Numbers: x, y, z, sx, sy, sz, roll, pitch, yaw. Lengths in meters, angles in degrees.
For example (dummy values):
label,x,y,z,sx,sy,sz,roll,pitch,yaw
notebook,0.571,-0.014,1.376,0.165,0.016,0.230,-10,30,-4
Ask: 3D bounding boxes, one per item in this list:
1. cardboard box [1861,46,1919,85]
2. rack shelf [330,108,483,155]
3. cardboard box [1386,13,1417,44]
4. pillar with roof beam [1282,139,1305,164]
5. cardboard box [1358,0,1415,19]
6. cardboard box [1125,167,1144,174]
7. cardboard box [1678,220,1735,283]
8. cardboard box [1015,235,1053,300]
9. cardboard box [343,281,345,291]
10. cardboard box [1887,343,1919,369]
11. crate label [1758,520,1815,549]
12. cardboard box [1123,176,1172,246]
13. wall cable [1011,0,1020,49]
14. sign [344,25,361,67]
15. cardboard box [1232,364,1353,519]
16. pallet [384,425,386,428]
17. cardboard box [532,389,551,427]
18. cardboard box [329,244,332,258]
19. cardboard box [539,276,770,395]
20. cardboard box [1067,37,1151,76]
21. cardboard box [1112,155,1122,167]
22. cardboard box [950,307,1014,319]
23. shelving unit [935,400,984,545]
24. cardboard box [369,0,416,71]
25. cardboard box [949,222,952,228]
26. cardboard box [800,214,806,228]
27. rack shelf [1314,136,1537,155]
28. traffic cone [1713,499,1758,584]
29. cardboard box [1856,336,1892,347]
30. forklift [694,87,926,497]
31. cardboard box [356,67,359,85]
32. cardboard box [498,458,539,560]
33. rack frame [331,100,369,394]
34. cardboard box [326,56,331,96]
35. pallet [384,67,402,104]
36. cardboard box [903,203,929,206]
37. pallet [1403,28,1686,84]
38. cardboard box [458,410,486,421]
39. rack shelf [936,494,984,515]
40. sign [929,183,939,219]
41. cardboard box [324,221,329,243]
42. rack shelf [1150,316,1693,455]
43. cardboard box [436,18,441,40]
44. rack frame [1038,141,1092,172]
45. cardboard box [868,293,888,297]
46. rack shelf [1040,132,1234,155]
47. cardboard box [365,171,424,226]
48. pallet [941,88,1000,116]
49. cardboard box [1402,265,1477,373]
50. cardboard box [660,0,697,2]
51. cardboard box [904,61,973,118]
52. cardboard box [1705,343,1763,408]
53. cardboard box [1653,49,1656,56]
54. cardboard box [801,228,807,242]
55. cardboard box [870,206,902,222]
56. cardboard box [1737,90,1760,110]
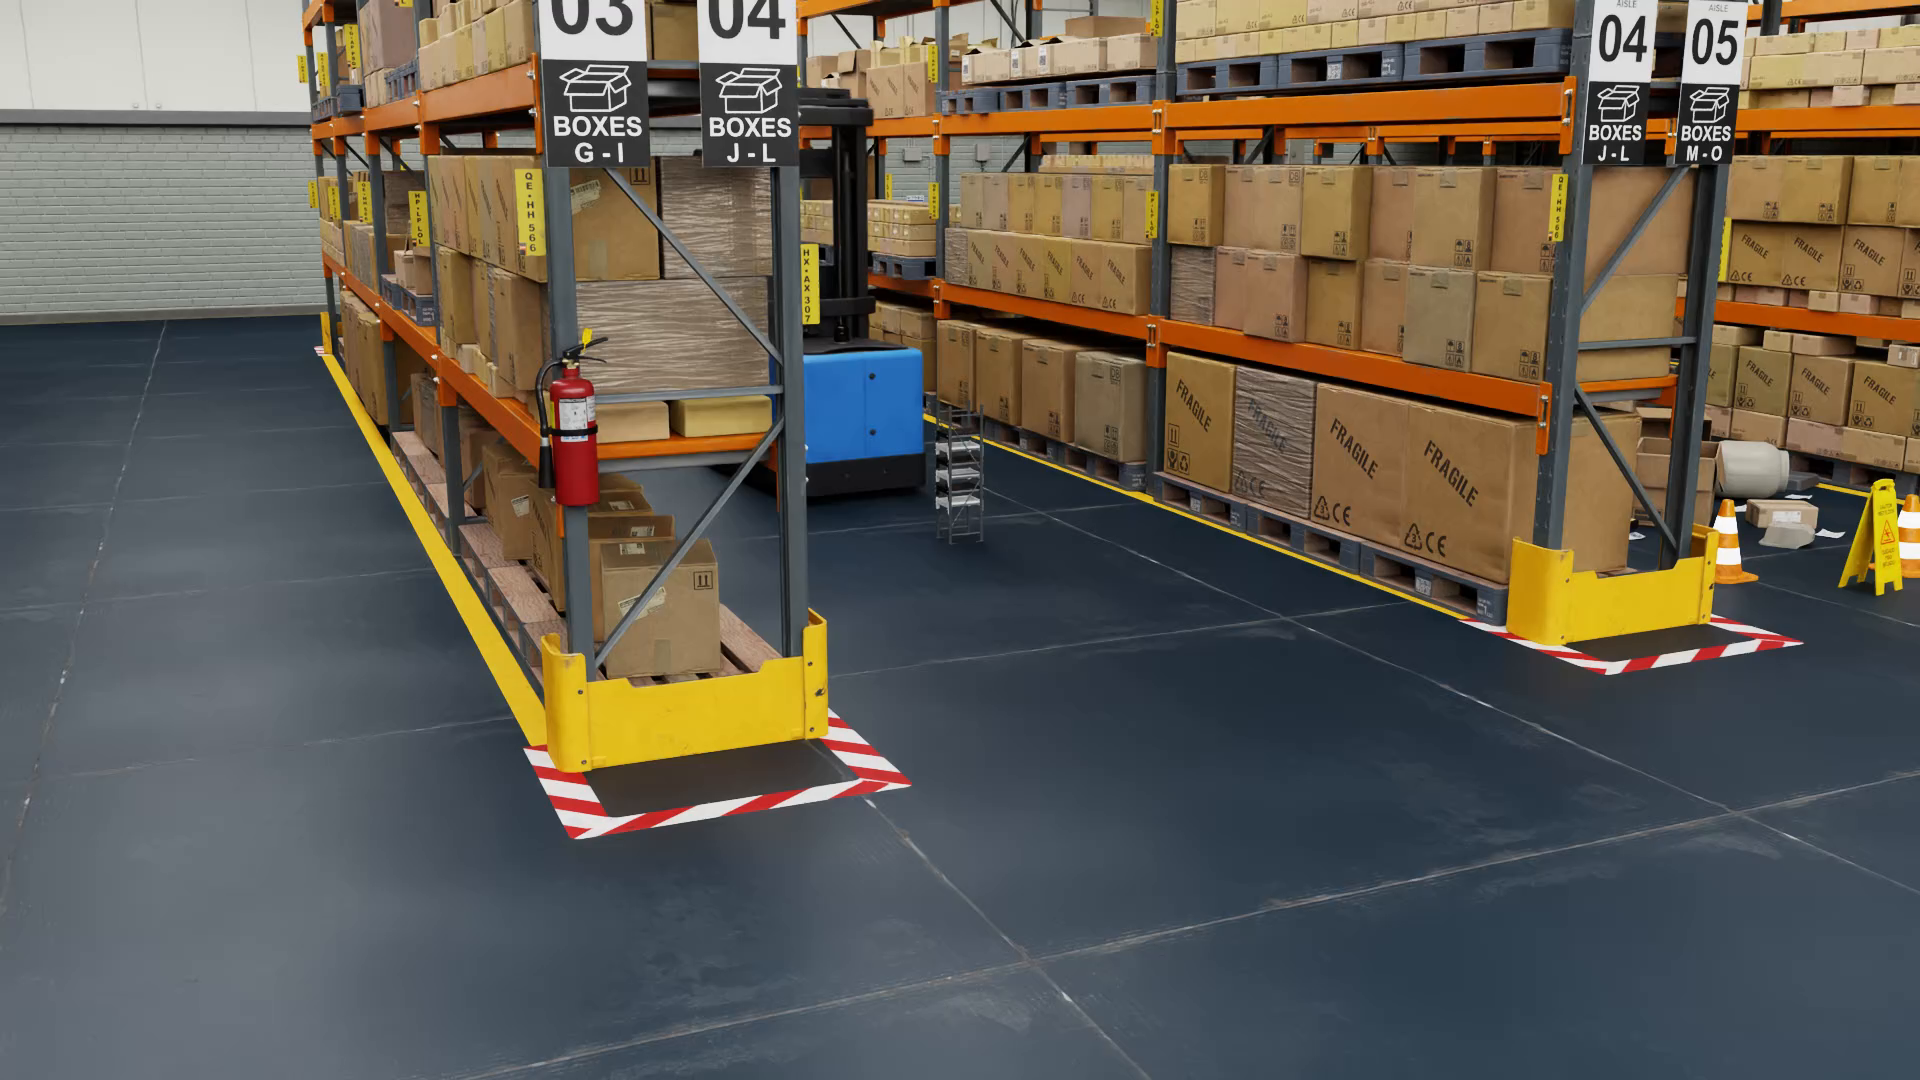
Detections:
label,x,y,z,sx,sy,sz,roll,pitch,yaw
cardboard box,6.886,-3.405,11.952,0.500,0.250,0.500,-5,14,-22
rack shelf,-5.131,-3.758,15.396,1.077,0.370,4.000,-6,14,-23
cardboard box,2.608,-2.849,9.277,0.380,0.149,0.250,-6,14,-24
pillar with roof beam,1.894,-8.403,27.220,9.100,9.000,0.400,-6,14,-23
cardboard box,2.608,-3.078,9.382,0.500,0.250,0.500,-6,14,-23
cardboard box,2.510,-4.669,21.952,0.500,0.500,0.500,-6,14,-24
cardboard box,6.273,-2.380,13.619,0.500,0.500,0.500,-6,14,-23
cardboard box,0.793,-2.280,13.848,0.500,0.500,0.500,-6,14,-24
cardboard box,-6.840,-2.743,19.849,0.875,0.875,0.875,-6,14,-23
cardboard box,6.985,-1.341,12.076,0.380,0.149,0.250,-5,14,-21
crate label,5.348,-0.040,10.738,0.298,0.136,0.250,9,16,35
cardboard box,1.653,-2.472,12.460,0.700,0.500,0.500,-6,14,-24
wall cable,2.267,-9.183,30.509,2.988,3.039,0.133,-6,14,-23
sign,-4.842,-3.937,13.253,0.100,0.325,0.005,-6,14,-23
cardboard box,2.410,-0.682,10.943,0.875,0.875,0.875,-6,14,-23
pallet,-5.061,-1.296,16.003,1.003,0.211,1.213,-6,14,-23
cardboard box,-1.675,-0.597,7.356,0.380,0.149,0.250,-6,14,-23
cardboard box,-7.077,-3.343,19.220,0.380,0.149,0.250,-6,14,-24
cardboard box,-1.320,-0.891,7.184,0.875,0.500,0.500,-6,14,-23
cardboard box,1.161,-3.711,12.779,0.500,0.250,0.500,-6,14,-23
cardboard box,2.279,-5.112,22.426,0.380,0.149,0.250,-6,14,-24
cardboard box,0.201,-2.177,16.574,0.500,0.250,0.500,-6,14,-26
shelving unit,-0.003,-0.440,10.776,0.258,0.900,0.210,-6,14,-23
cardboard box,-3.970,-3.659,12.042,0.500,0.500,0.500,-6,14,-25
cardboard box,0.025,-3.117,16.649,0.380,0.149,0.250,-6,14,-25
cardboard box,-1.611,-3.591,18.701,0.380,0.149,0.250,-5,14,-22
rack shelf,6.893,-5.928,24.775,1.077,0.370,4.000,-6,14,-23
traffic cone,4.548,-0.010,9.887,0.336,0.463,0.334,-6,14,-23
cardboard box,10.073,-2.222,18.153,0.875,0.625,0.625,-6,14,-25
forklift,-1.395,-2.013,13.067,1.130,2.935,3.031,-7,15,-27
cardboard box,-5.168,-4.370,15.286,0.797,0.503,0.637,-6,14,-24
cardboard box,-2.368,-0.190,9.651,0.500,0.500,0.500,-1,13,-5
rack frame,-5.932,-3.060,17.439,1.000,3.000,0.127,-6,14,-23
cardboard box,-6.911,-5.318,19.166,0.700,0.500,0.500,-7,15,-27
pallet,-3.296,-3.128,11.498,1.213,0.211,1.003,-6,14,-23
cardboard box,-0.377,-3.469,17.512,0.380,0.149,0.250,-6,14,-24
pallet,3.153,-2.578,8.902,1.003,0.211,1.213,-6,14,-23
cardboard box,-3.128,-0.633,11.519,0.700,0.500,0.500,-6,14,-23
rack shelf,-0.003,-0.232,10.824,0.258,0.077,0.200,-6,14,-23
sign,-0.238,-3.135,15.372,0.100,0.325,0.005,-6,14,-23
cardboard box,-7.177,-3.624,19.548,0.500,0.250,0.500,-6,14,-25
rack shelf,2.659,-1.071,10.439,1.077,0.370,4.000,-6,14,-23
cardboard box,-2.711,-2.846,9.310,0.380,0.149,0.250,-6,14,-26
rack frame,1.546,-4.782,24.877,1.000,3.000,0.127,-6,14,-23
cardboard box,-1.078,-2.553,18.197,0.500,0.250,0.500,-5,14,-21
rack shelf,2.347,-5.479,22.835,1.077,0.370,4.000,-6,14,-23
cardboard box,-5.141,-3.196,15.582,0.797,0.503,0.637,-5,14,-21
pallet,0.562,-3.902,14.843,1.213,0.211,1.003,-5,14,-20
cardboard box,3.029,-1.265,9.351,0.875,0.550,0.550,-6,14,-23
cardboard box,-1.024,-2.241,6.697,0.380,0.149,0.250,-6,14,-23
cardboard box,-0.206,-4.266,15.775,0.500,0.500,0.500,-6,14,-23
cardboard box,6.342,-1.386,13.711,0.500,0.500,0.500,-5,14,-20
cardboard box,6.004,-4.247,14.208,0.500,0.250,0.500,-5,14,-22
cardboard box,-1.611,-3.446,18.734,0.380,0.149,0.250,-6,14,-26
cardboard box,-0.675,-3.254,16.582,0.380,0.149,0.250,-5,14,-21
cardboard box,6.304,-3.495,13.225,0.380,0.149,0.250,-6,14,-23
